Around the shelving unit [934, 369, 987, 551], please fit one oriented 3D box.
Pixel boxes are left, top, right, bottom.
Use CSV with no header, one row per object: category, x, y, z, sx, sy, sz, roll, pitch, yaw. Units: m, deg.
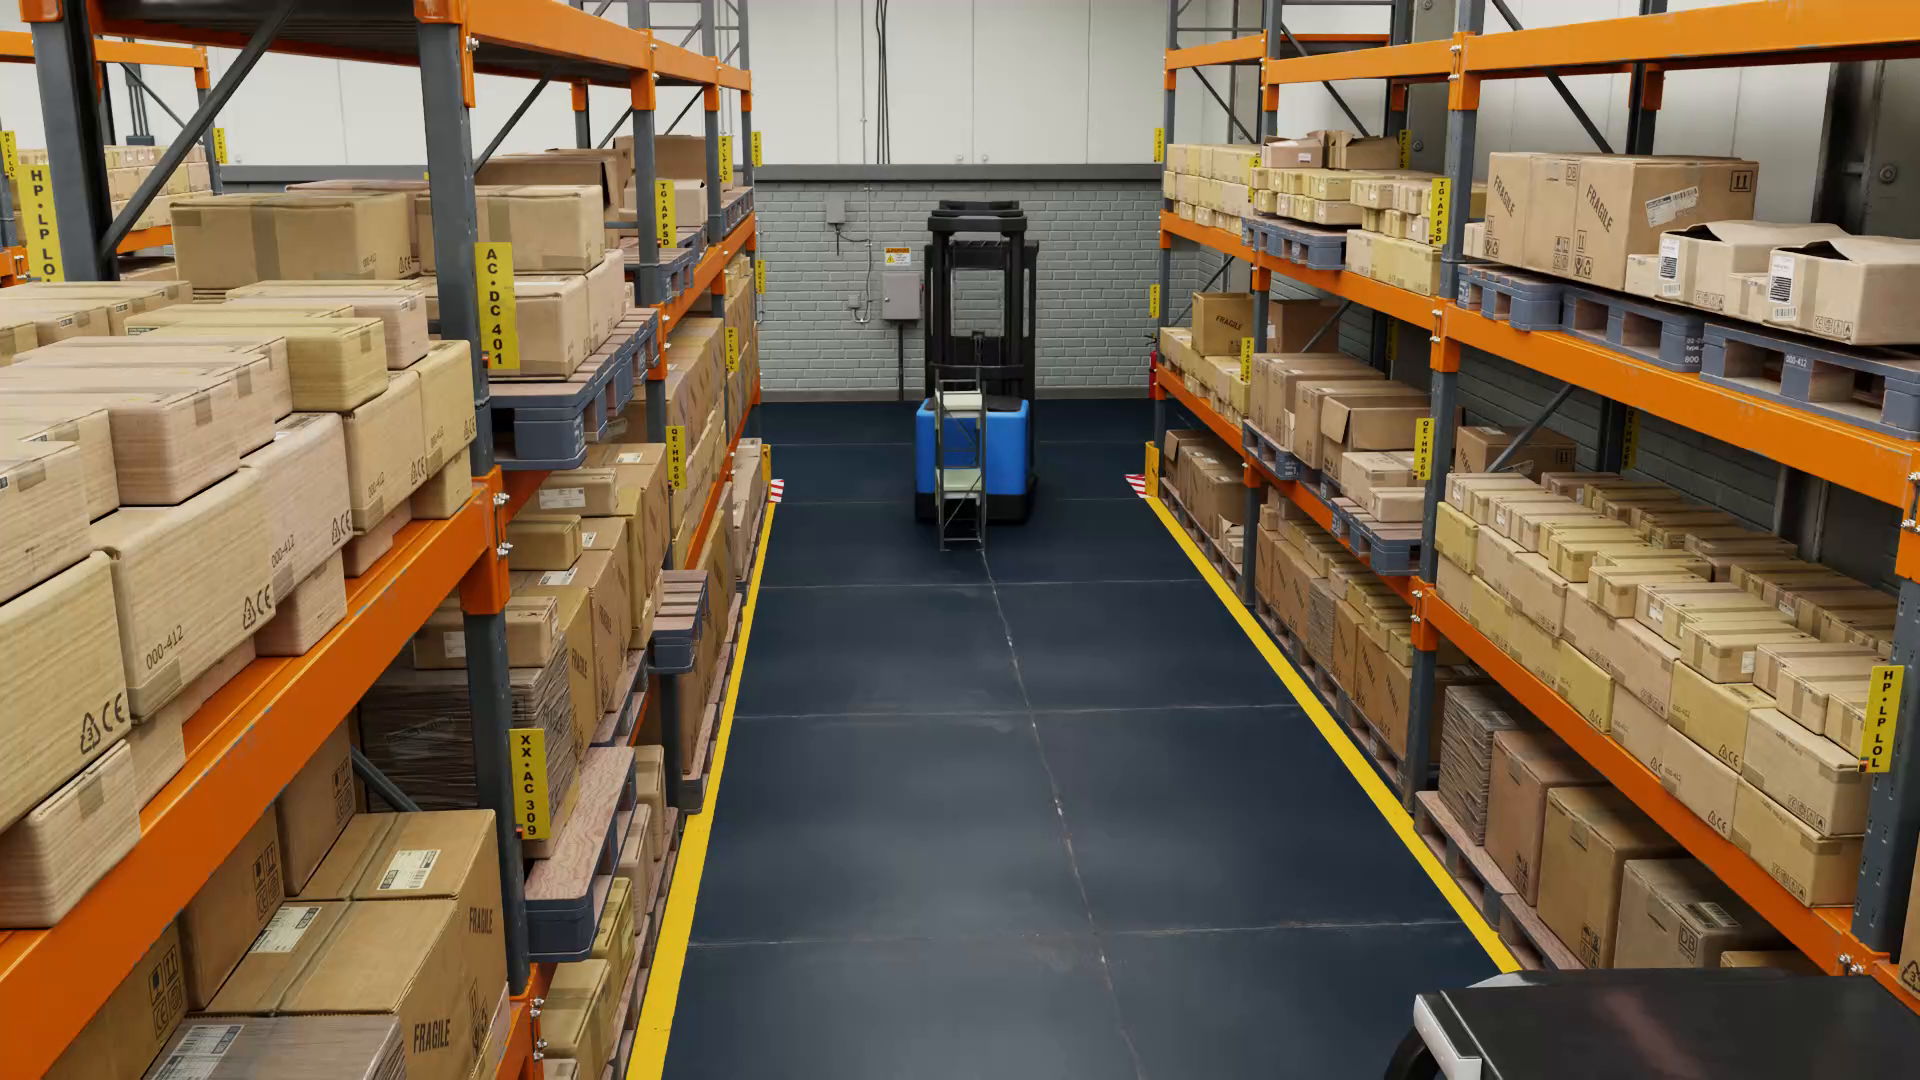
shelving unit,0.000,-0.725,14.833,0.431,1.500,0.755,-1,14,-3

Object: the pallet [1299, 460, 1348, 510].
pallet,2.840,-0.353,10.766,1.003,0.211,1.213,-1,14,-3

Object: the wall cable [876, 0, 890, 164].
wall cable,0.416,-6.253,21.196,2.988,3.039,0.133,-1,14,-3

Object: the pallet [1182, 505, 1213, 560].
pallet,2.598,-0.082,14.922,1.003,0.211,1.213,-1,14,-3

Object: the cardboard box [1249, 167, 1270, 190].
cardboard box,2.299,-2.603,11.969,0.380,0.149,0.250,0,14,-2

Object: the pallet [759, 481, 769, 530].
pallet,-2.356,-0.327,15.873,1.003,0.211,1.213,-1,14,-3

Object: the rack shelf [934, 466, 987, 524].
rack shelf,0.000,-0.409,14.914,0.431,0.370,0.720,-1,14,-3

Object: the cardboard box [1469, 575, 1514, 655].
cardboard box,2.775,0.349,7.951,0.500,0.250,0.500,-1,14,-5

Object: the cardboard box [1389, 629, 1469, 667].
cardboard box,2.682,0.611,9.503,0.380,0.149,0.250,-2,15,-6

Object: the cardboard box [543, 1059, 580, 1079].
cardboard box,-1.775,2.048,5.476,0.950,0.372,0.625,-1,14,-3

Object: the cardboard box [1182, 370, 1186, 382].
cardboard box,2.284,-1.554,15.549,0.380,0.149,0.250,0,14,-2

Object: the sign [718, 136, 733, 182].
sign,-1.695,-2.746,11.992,0.100,0.325,0.005,-1,14,-3

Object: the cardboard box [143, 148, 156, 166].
cardboard box,-7.090,-3.256,14.138,0.380,0.149,0.250,-1,14,-5

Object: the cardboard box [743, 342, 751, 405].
cardboard box,-2.087,-1.426,14.350,0.500,0.500,0.500,0,14,-2

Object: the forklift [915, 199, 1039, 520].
forklift,0.219,-1.919,16.604,1.130,2.935,3.031,1,14,5

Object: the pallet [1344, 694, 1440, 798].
pallet,2.957,1.201,9.934,1.003,0.211,1.213,-1,14,-3

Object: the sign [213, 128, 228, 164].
sign,-6.863,-3.658,15.429,0.100,0.325,0.005,-1,14,-3

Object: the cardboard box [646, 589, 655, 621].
cardboard box,-1.576,0.301,7.498,0.380,0.149,0.250,-2,15,-6

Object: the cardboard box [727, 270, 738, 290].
cardboard box,-2.072,-2.188,14.003,0.380,0.149,0.250,-1,14,-3

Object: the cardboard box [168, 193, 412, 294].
cardboard box,-1.904,-0.858,4.777,0.500,0.250,0.500,-1,14,-2

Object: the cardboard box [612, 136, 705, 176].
cardboard box,-2.352,-2.970,13.277,0.797,0.503,0.637,0,14,1

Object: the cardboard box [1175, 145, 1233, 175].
cardboard box,2.259,-3.478,15.204,0.500,0.250,0.500,-1,14,-4

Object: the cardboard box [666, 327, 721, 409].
cardboard box,-1.918,-1.177,11.374,0.500,0.500,0.500,-1,14,-2

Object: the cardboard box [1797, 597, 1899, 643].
cardboard box,3.400,0.323,6.247,0.380,0.149,0.250,-1,14,-3

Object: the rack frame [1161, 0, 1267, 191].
rack frame,2.470,-4.858,15.847,1.000,3.000,0.127,-1,14,-3

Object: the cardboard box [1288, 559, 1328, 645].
cardboard box,2.593,0.430,11.510,0.500,0.500,0.500,-1,14,-5

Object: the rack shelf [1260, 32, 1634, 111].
rack shelf,2.842,-2.824,10.187,1.077,0.370,4.000,-1,14,-3

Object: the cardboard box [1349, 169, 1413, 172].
cardboard box,2.915,-2.486,11.513,0.380,0.149,0.250,-1,14,-5

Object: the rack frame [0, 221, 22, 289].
rack frame,-7.170,-0.779,12.033,1.000,3.000,0.127,-1,14,-3

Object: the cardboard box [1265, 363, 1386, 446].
cardboard box,2.557,-0.957,11.682,0.700,0.500,0.500,-1,14,-3

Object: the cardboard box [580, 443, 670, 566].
cardboard box,-1.683,-0.172,8.036,0.500,0.500,0.500,-1,14,-5

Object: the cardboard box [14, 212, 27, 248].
cardboard box,-6.936,-2.278,12.141,0.500,0.250,0.500,0,14,-1

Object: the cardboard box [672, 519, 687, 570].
cardboard box,-1.768,0.062,9.068,0.500,0.250,0.500,-1,14,-4

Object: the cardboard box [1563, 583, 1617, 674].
cardboard box,2.850,0.363,6.892,0.500,0.250,0.500,-1,14,-3

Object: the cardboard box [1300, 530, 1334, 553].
cardboard box,2.627,0.028,11.770,0.380,0.149,0.250,-1,14,-4

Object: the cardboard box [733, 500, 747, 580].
cardboard box,-2.168,0.000,13.307,0.875,0.438,0.875,-1,14,-4

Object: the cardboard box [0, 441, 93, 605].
cardboard box,-1.283,-0.020,1.968,0.380,0.149,0.250,0,14,-2

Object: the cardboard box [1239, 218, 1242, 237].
cardboard box,2.389,-2.434,12.953,0.380,0.149,0.250,-1,14,-4

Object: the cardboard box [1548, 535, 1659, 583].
cardboard box,2.782,0.079,7.196,0.380,0.149,0.250,-1,14,-2

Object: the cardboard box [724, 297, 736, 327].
cardboard box,-2.049,-1.661,13.254,0.500,0.500,0.500,-1,14,-4

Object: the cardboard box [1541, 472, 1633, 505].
cardboard box,3.188,-0.248,8.467,0.380,0.149,0.250,0,14,-2

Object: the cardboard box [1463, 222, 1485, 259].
cardboard box,2.684,-1.463,8.097,0.380,0.166,0.250,-1,14,-4

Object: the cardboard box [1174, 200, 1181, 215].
cardboard box,2.258,-3.201,15.931,0.380,0.149,0.250,-1,14,-2

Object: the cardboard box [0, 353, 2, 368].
cardboard box,-1.939,-0.268,2.931,0.380,0.149,0.250,-1,14,-5

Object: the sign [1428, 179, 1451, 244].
sign,2.424,-1.658,8.393,0.100,0.325,0.005,-1,14,-3

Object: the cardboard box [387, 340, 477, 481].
cardboard box,-1.444,-0.309,3.890,0.500,0.250,0.500,-1,14,-4

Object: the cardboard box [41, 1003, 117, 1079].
cardboard box,-1.793,0.926,2.602,0.700,0.500,0.500,-1,14,-4

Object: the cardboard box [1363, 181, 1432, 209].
cardboard box,2.587,-2.021,9.745,0.380,0.149,0.250,-1,14,-5

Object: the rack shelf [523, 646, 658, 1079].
rack shelf,-1.864,0.960,6.717,1.077,0.370,4.000,-1,14,-3

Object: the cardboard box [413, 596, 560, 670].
cardboard box,-1.417,0.277,4.988,0.380,0.149,0.250,-1,14,-4

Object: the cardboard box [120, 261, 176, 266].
cardboard box,-7.110,-2.214,14.808,0.500,0.500,0.500,-1,14,-5

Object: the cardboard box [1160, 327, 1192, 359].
cardboard box,2.229,-1.907,16.122,0.500,0.250,0.500,-1,14,-3

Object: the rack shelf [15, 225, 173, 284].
rack shelf,-7.294,-2.380,13.682,1.077,0.370,4.000,-1,14,-3

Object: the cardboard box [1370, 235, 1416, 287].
cardboard box,2.660,-1.592,9.475,0.500,0.250,0.500,-1,14,-3
